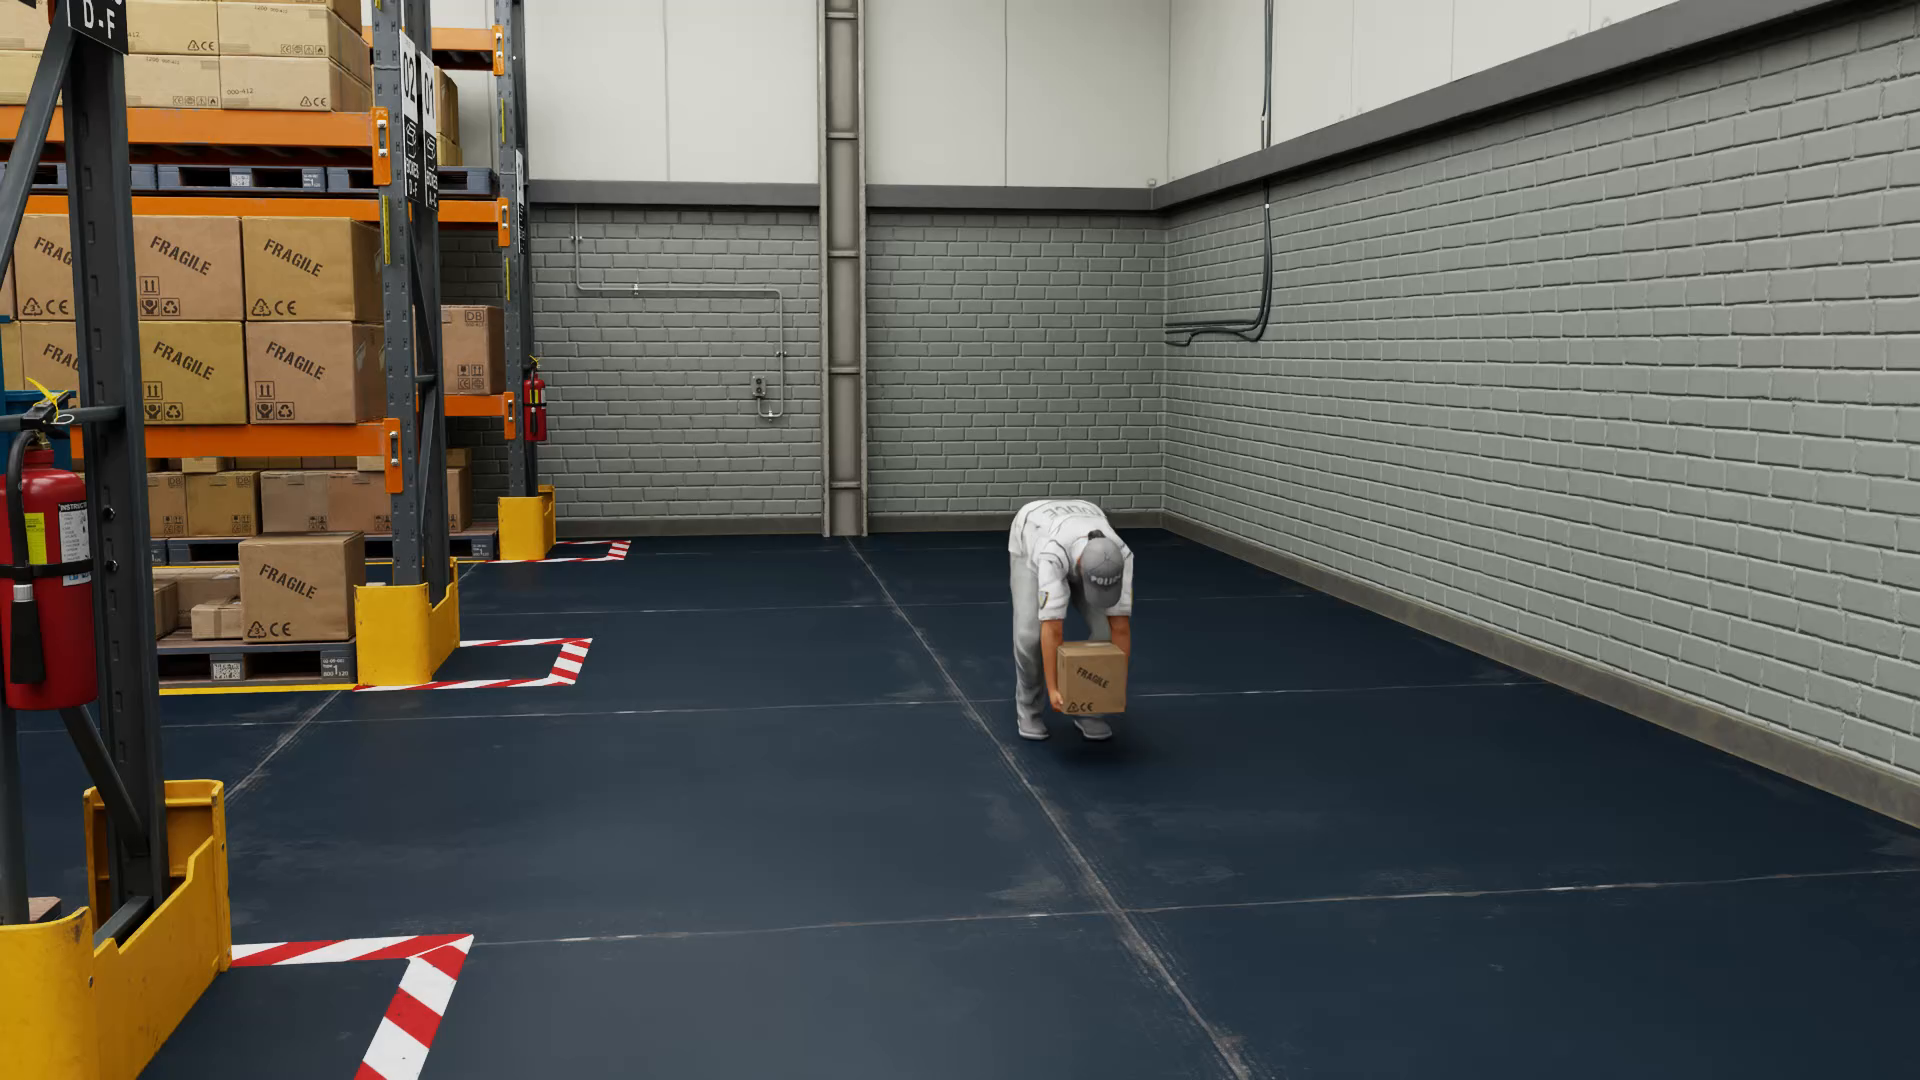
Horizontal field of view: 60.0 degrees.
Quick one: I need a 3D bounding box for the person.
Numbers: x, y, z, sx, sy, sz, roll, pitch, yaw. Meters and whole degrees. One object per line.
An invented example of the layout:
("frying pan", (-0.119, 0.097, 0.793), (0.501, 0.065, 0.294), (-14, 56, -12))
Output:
("person", (0.481, 0.357, 7.041), (0.480, 1.026, 0.951), (-1, 7, -11))
